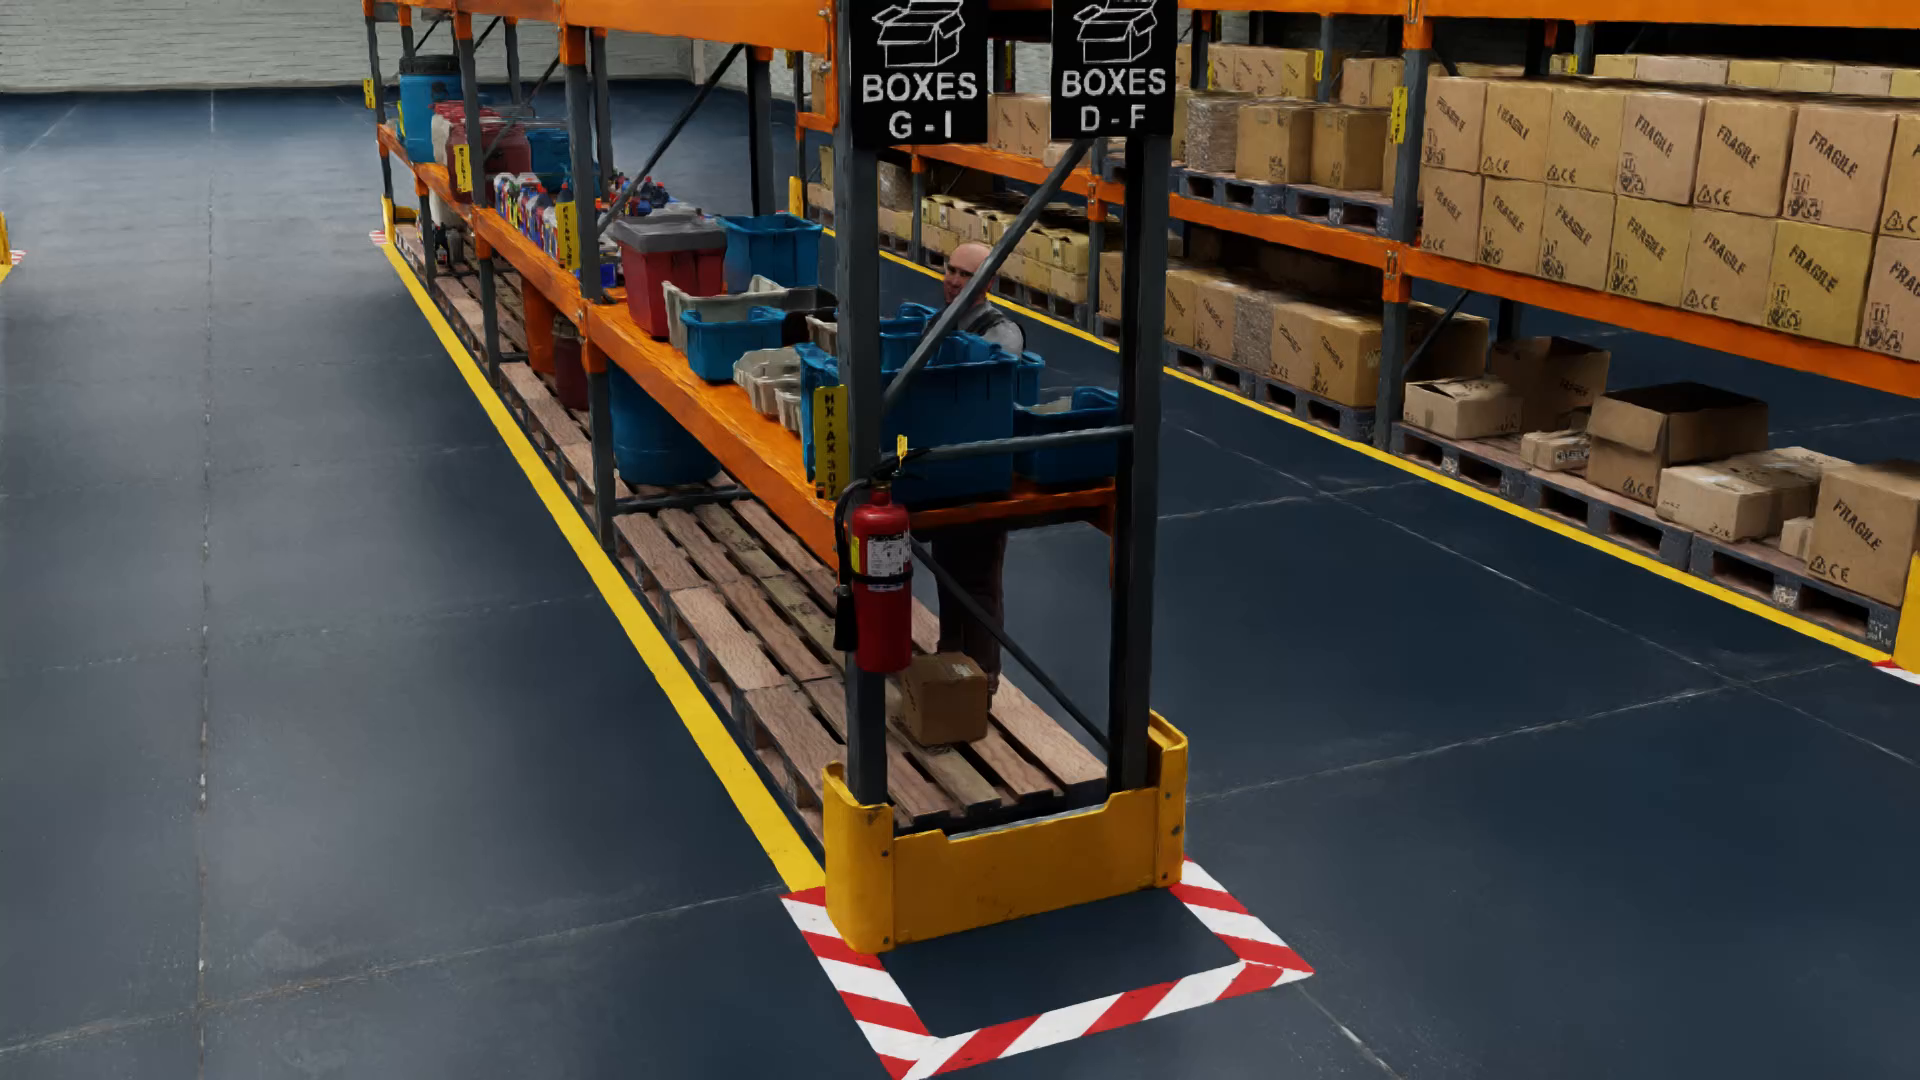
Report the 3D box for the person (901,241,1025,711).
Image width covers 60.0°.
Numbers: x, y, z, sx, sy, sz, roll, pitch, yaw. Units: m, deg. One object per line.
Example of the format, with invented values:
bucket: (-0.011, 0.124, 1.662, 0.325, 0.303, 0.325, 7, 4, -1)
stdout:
person: (-0.025, -0.234, 6.172, 0.490, 1.726, 0.620, -13, 22, -33)
